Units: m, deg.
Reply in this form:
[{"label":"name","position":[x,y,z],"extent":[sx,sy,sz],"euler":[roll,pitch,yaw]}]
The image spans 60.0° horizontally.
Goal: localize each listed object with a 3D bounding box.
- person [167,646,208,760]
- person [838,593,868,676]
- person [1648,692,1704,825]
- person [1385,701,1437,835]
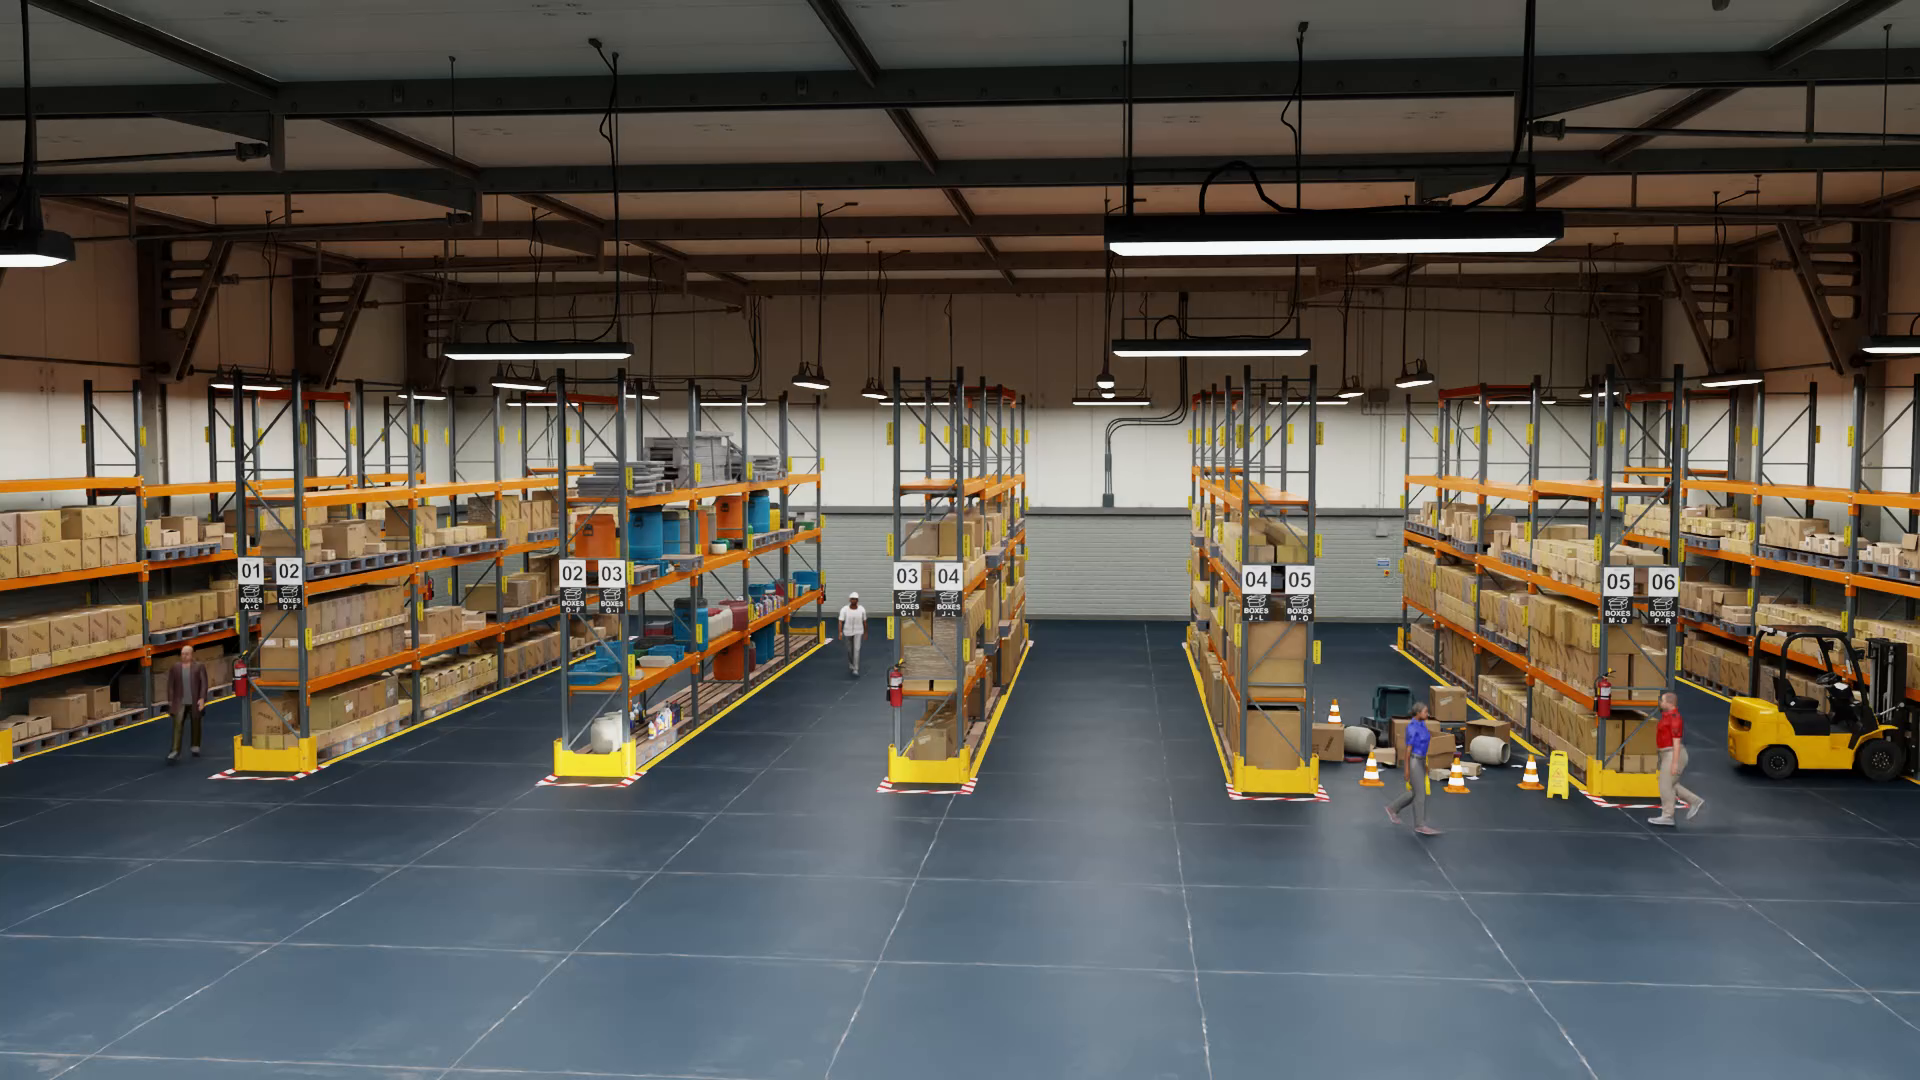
[{"label":"person","position":[-11.986,2.508,25.800],"extent":[0.600,1.729,1.105],"euler":[-1,4,-22]},{"label":"person","position":[-2.260,1.965,35.012],"extent":[0.595,1.714,1.093],"euler":[0,4,2]},{"label":"person","position":[9.232,2.803,21.390],"extent":[0.706,1.701,0.545],"euler":[1,4,13]},{"label":"person","position":[5.749,2.863,21.143],"extent":[0.727,1.642,0.477],"euler":[2,4,30]}]
